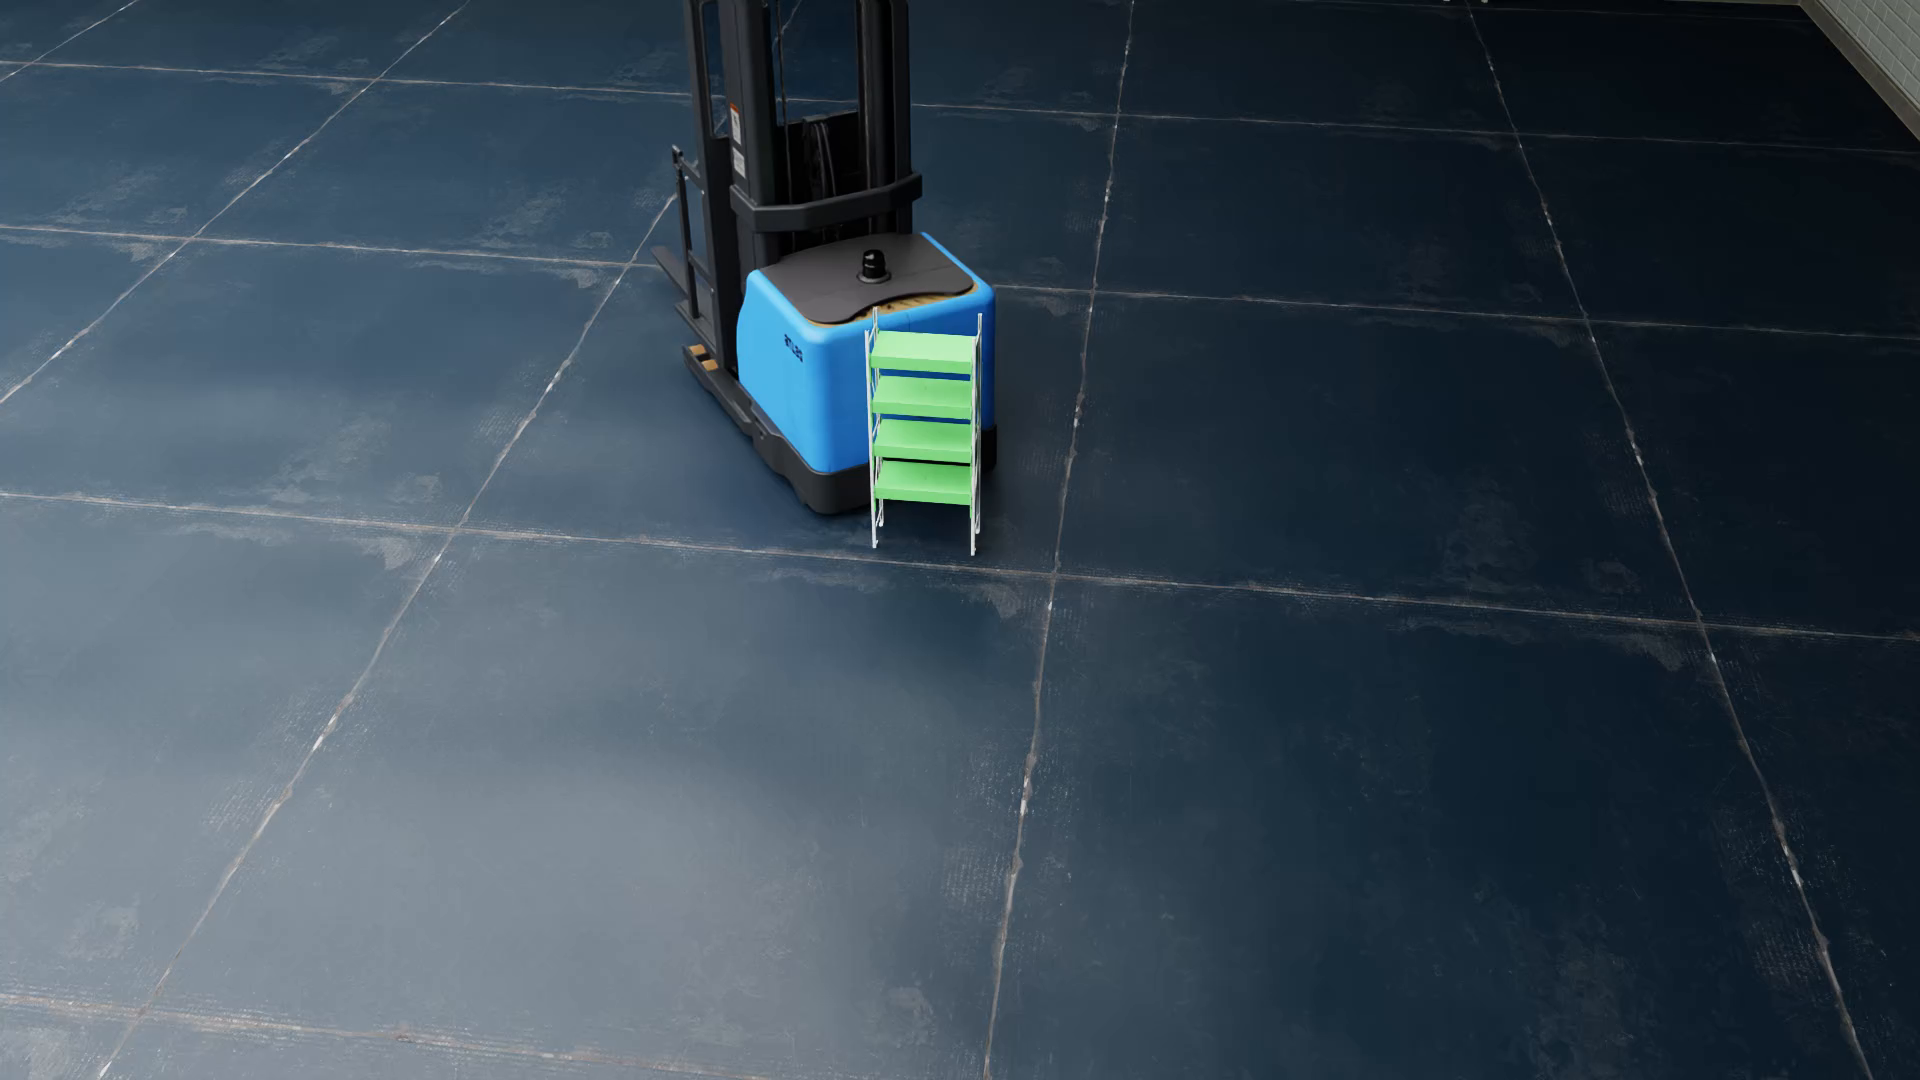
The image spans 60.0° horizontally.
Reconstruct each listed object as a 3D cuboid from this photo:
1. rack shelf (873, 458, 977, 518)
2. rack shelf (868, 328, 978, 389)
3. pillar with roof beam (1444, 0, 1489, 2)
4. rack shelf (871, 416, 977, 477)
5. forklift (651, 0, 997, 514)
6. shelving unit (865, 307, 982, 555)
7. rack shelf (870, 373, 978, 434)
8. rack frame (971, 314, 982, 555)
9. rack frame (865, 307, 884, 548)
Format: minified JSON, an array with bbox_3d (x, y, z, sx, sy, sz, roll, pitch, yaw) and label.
[{"bbox_3d":[-0.164,-0.253,8.095,0.480,0.148,0.258,4,36,6],"label":"rack shelf"},{"bbox_3d":[-0.164,-0.839,7.677,0.480,0.148,0.258,4,36,6],"label":"rack shelf"},{"bbox_3d":[4.068,-6.162,9.137,0.400,9.000,9.100,4,36,6],"label":"pillar with roof beam"},{"bbox_3d":[-0.164,-0.449,7.956,0.480,0.148,0.258,4,36,6],"label":"rack shelf"},{"bbox_3d":[-0.940,-2.162,8.756,1.130,2.935,3.031,-17,39,-22],"label":"forklift"},{"bbox_3d":[-0.164,-0.501,7.919,0.503,1.200,0.258,4,36,6],"label":"shelving unit"},{"bbox_3d":[-0.164,-0.644,7.816,0.480,0.148,0.258,4,36,6],"label":"rack shelf"},{"bbox_3d":[0.078,-0.483,7.893,0.015,1.200,0.240,4,36,6],"label":"rack frame"},{"bbox_3d":[-0.406,-0.519,7.944,0.015,1.200,0.240,4,36,6],"label":"rack frame"}]
